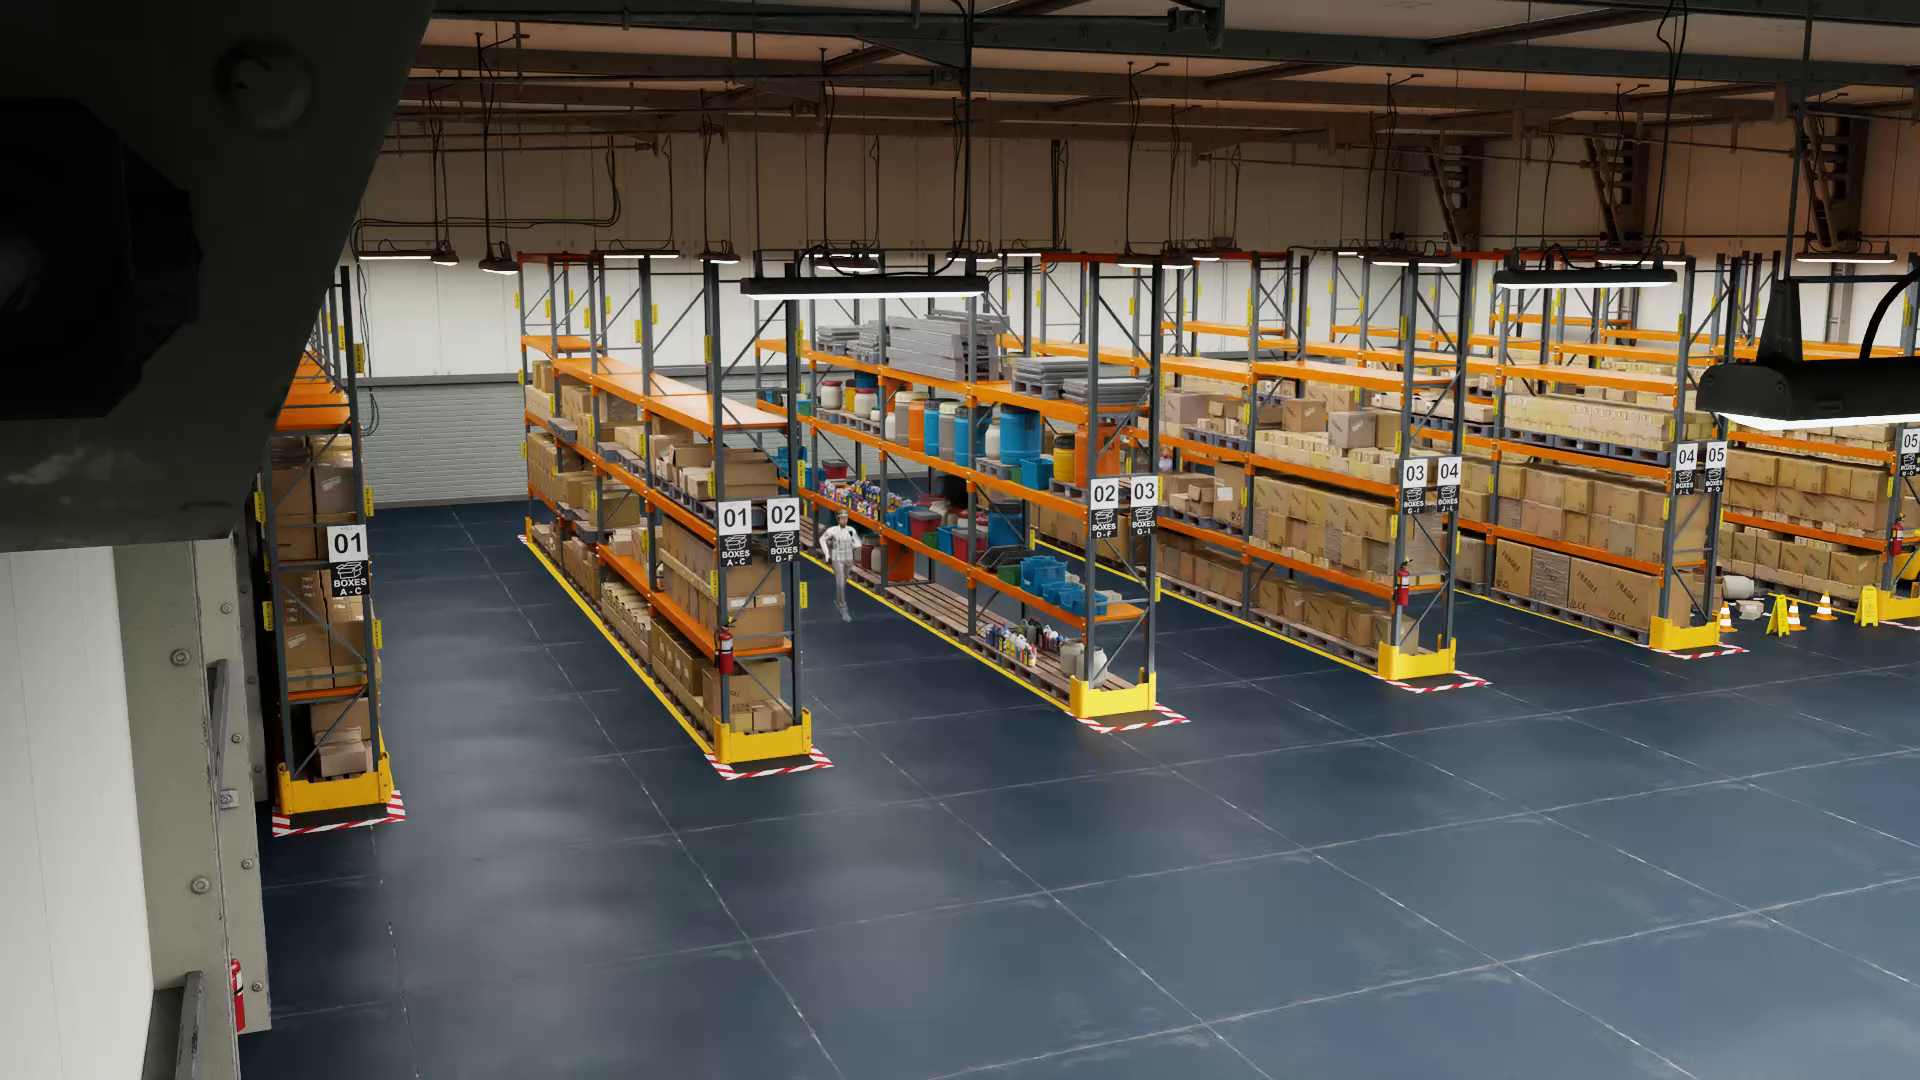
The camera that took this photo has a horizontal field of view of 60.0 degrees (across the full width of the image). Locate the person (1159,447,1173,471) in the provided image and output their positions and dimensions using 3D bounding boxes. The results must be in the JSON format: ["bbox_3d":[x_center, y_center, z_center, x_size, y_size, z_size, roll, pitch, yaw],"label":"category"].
[{"bbox_3d":[4.574,-1.234,37.285,0.573,1.683,0.741,-4,11,-20],"label":"person"}]

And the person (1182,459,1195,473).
[{"bbox_3d":[5.750,-2.048,41.817,0.586,1.626,0.595,8,13,36],"label":"person"}]

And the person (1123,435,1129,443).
[{"bbox_3d":[4.105,-1.898,40.850,0.578,1.726,0.679,8,13,39],"label":"person"}]

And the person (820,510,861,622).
[{"bbox_3d":[-1.880,0.373,26.639,0.587,1.761,0.754,-6,12,-29],"label":"person"}]
